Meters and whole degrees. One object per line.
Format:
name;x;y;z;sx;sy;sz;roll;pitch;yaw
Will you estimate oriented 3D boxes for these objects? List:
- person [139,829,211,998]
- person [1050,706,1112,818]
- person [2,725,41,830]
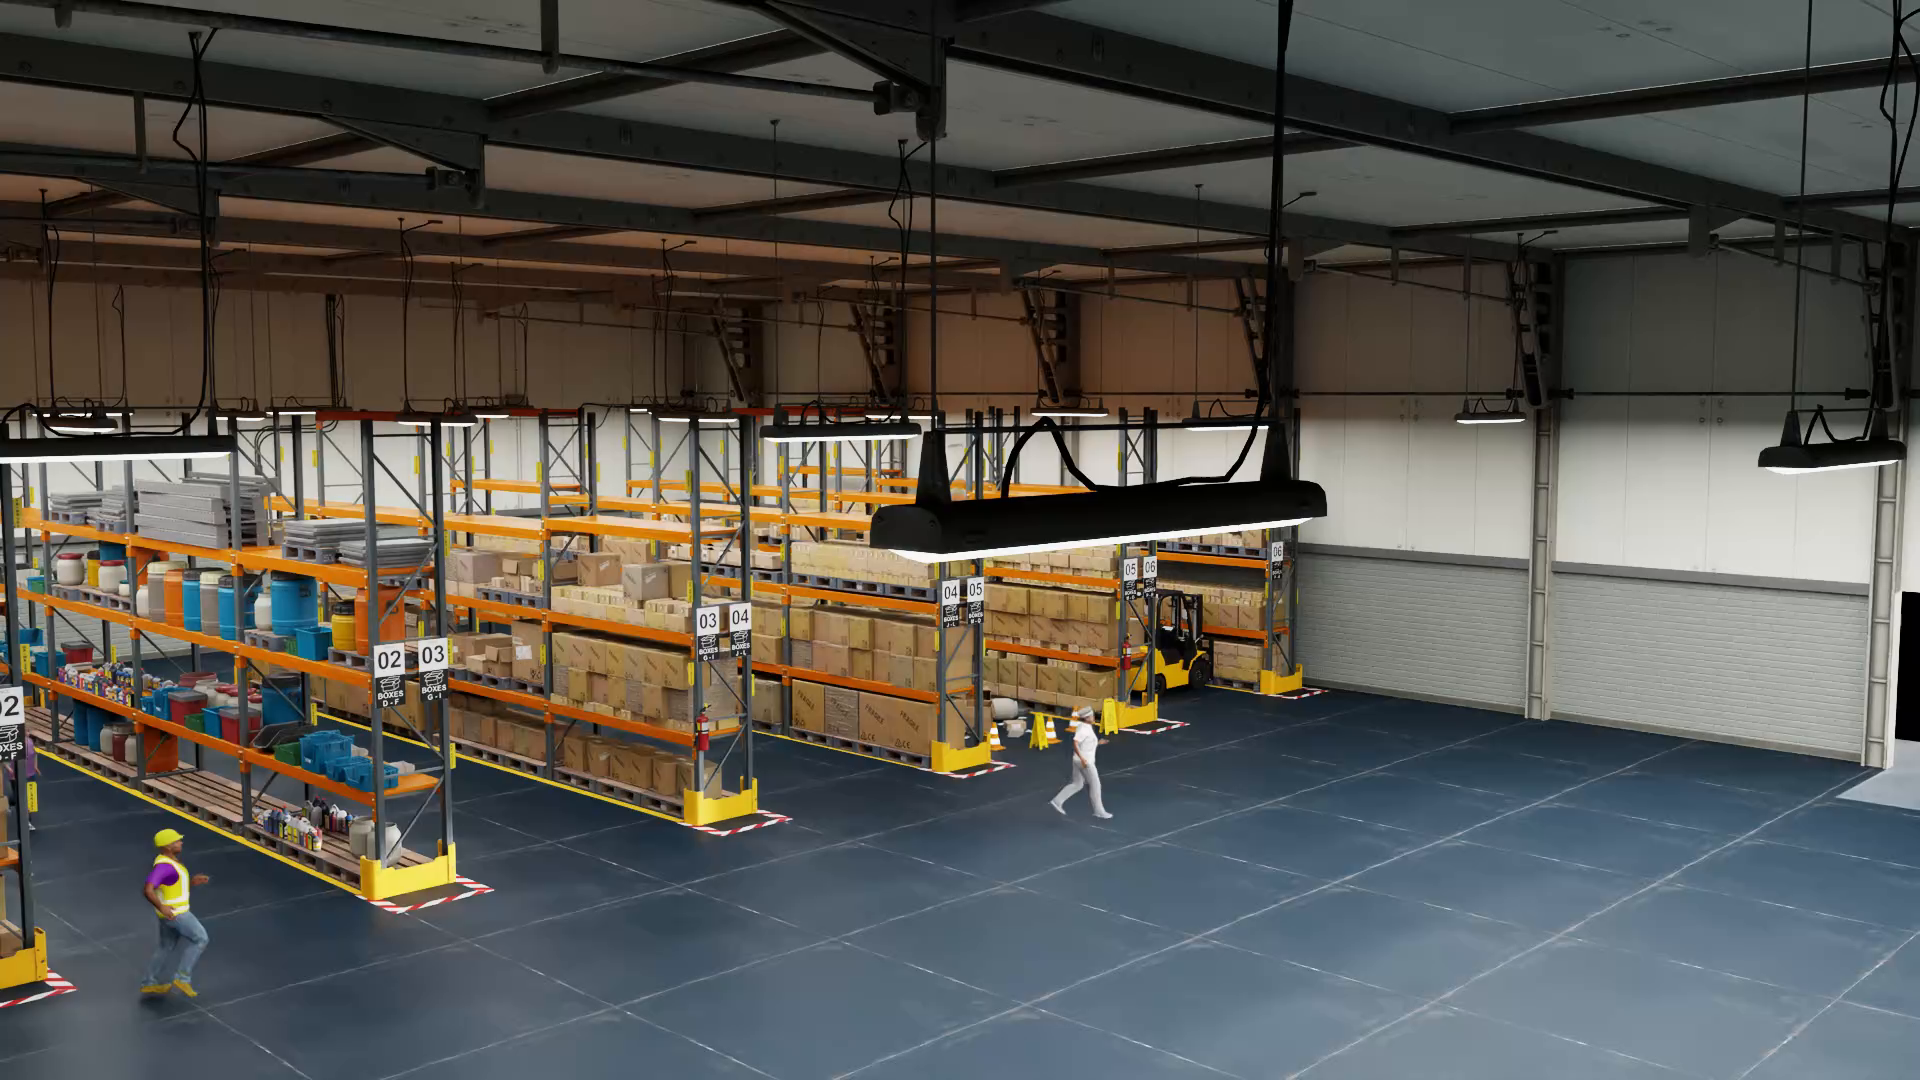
person;-8.216;3.914;17.411;0.725;1.805;0.674;-3;6;-33
person;1.823;3.284;24.586;0.903;1.683;0.574;-1;5;-10
person;-13.642;3.429;24.137;0.555;1.554;0.522;3;6;29
